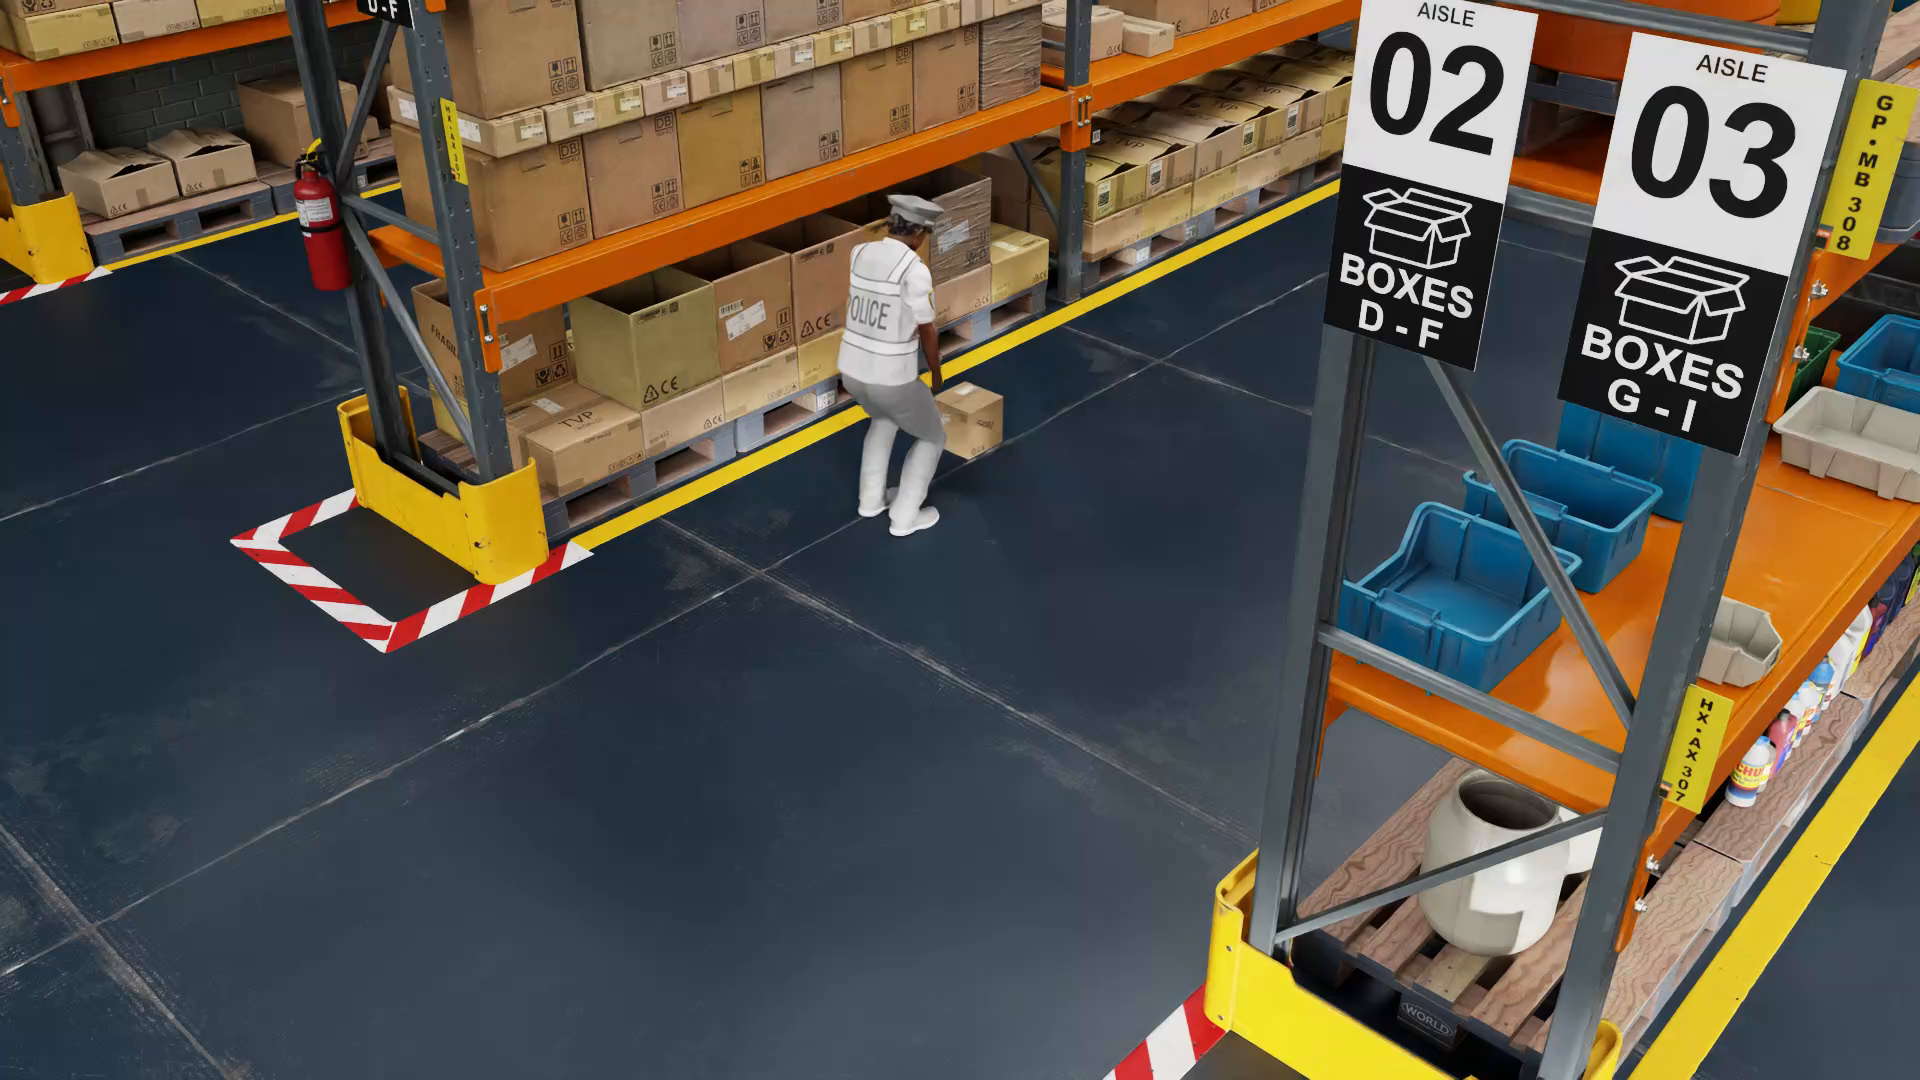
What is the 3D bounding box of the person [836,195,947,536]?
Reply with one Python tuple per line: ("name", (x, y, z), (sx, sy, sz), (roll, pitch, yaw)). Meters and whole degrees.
("person", (-0.302, -0.788, 7.544), (0.480, 1.546, 0.563), (26, 40, 36))
